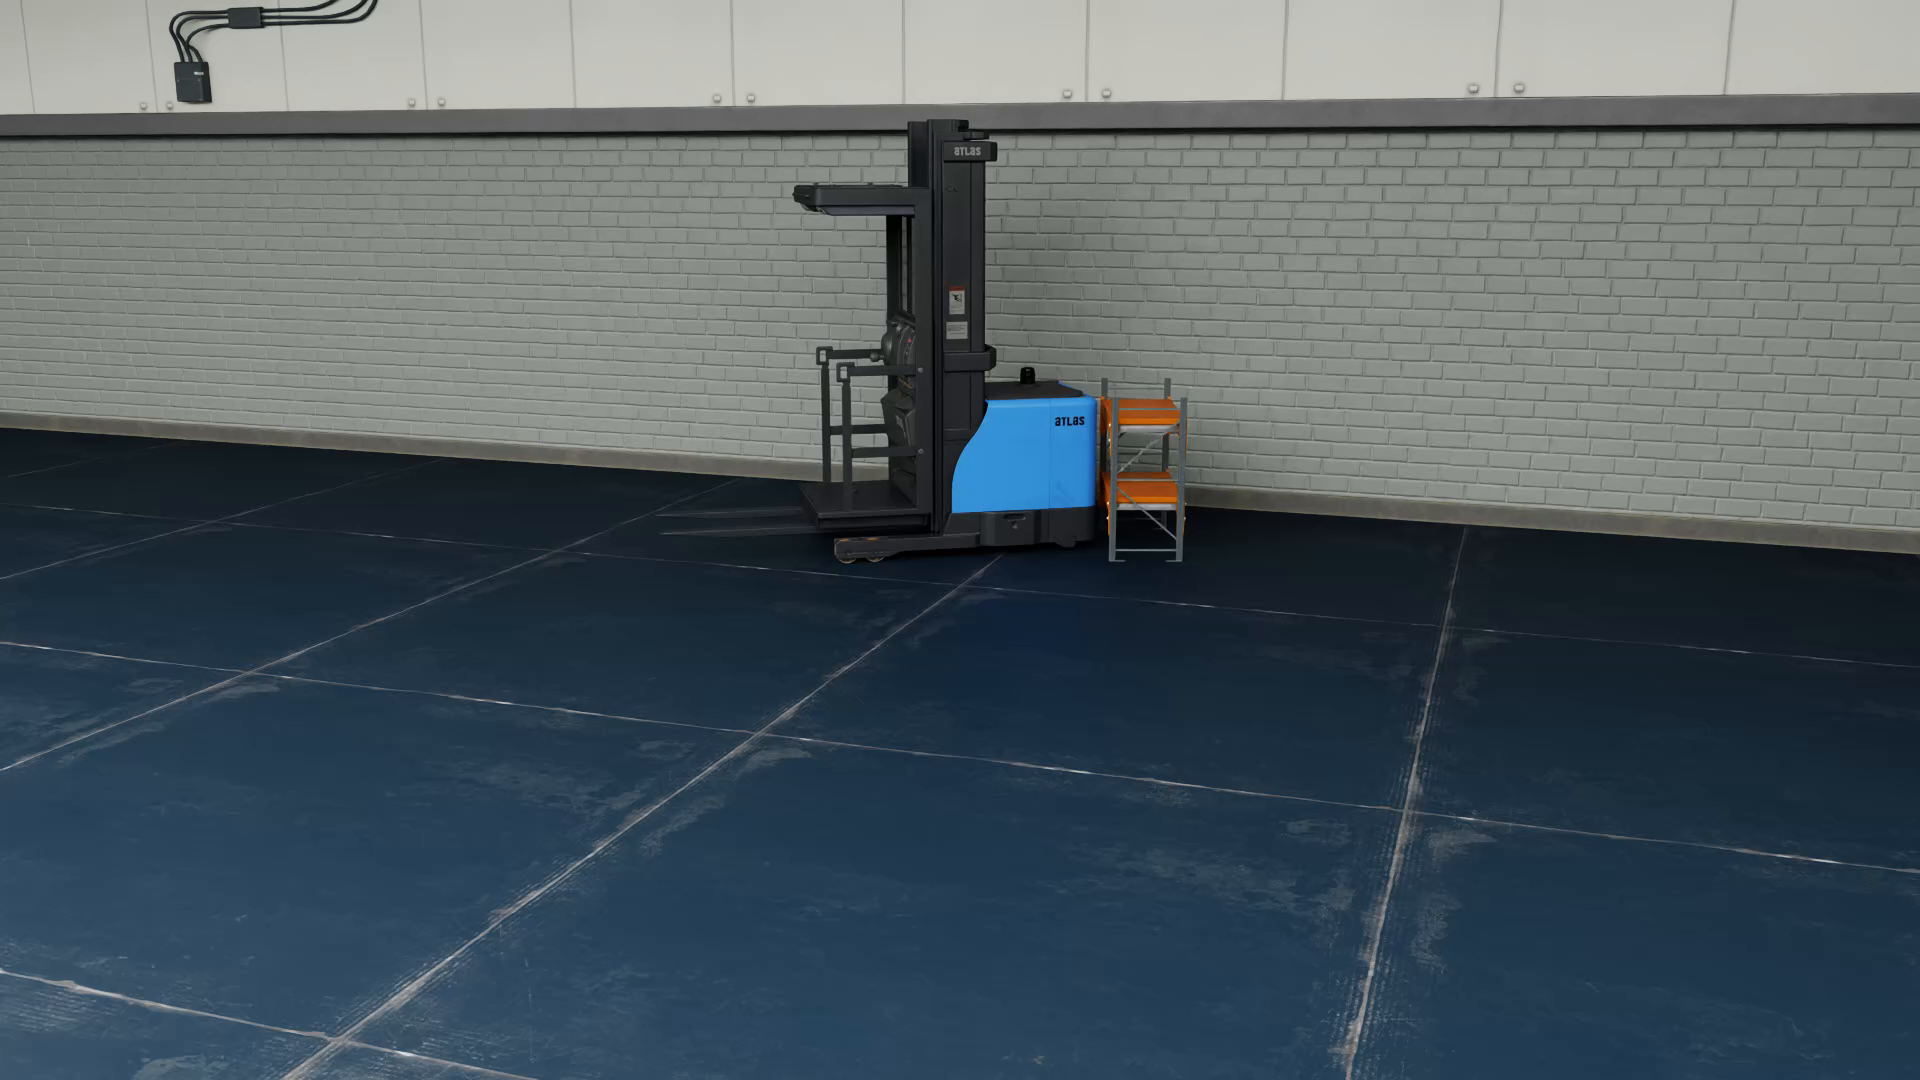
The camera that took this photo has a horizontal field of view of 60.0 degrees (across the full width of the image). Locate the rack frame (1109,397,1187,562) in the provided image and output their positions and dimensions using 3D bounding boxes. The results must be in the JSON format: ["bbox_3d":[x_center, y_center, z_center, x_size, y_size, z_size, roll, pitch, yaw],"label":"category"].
[{"bbox_3d":[1.267,-0.404,11.230,0.500,1.125,0.032,0,13,1],"label":"rack frame"}]

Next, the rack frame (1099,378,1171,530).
[{"bbox_3d":[1.281,-0.630,12.222,0.500,1.125,0.032,0,13,1],"label":"rack frame"}]

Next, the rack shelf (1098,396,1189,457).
[{"bbox_3d":[1.274,-0.803,11.661,0.538,0.278,1.000,0,13,1],"label":"rack shelf"}]

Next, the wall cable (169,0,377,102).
[{"bbox_3d":[-6.144,-6.910,14.396,2.305,6.003,0.169,4,14,18],"label":"wall cable"}]

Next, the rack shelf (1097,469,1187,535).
[{"bbox_3d":[1.274,-0.279,11.780,0.538,0.278,1.000,0,13,1],"label":"rack shelf"}]

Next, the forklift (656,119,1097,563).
[{"bbox_3d":[-0.608,-1.399,11.529,3.031,2.935,1.130,-3,13,-12],"label":"forklift"}]

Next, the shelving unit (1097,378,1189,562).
[{"bbox_3d":[1.274,-0.517,11.726,0.538,1.125,1.048,0,13,1],"label":"shelving unit"}]
